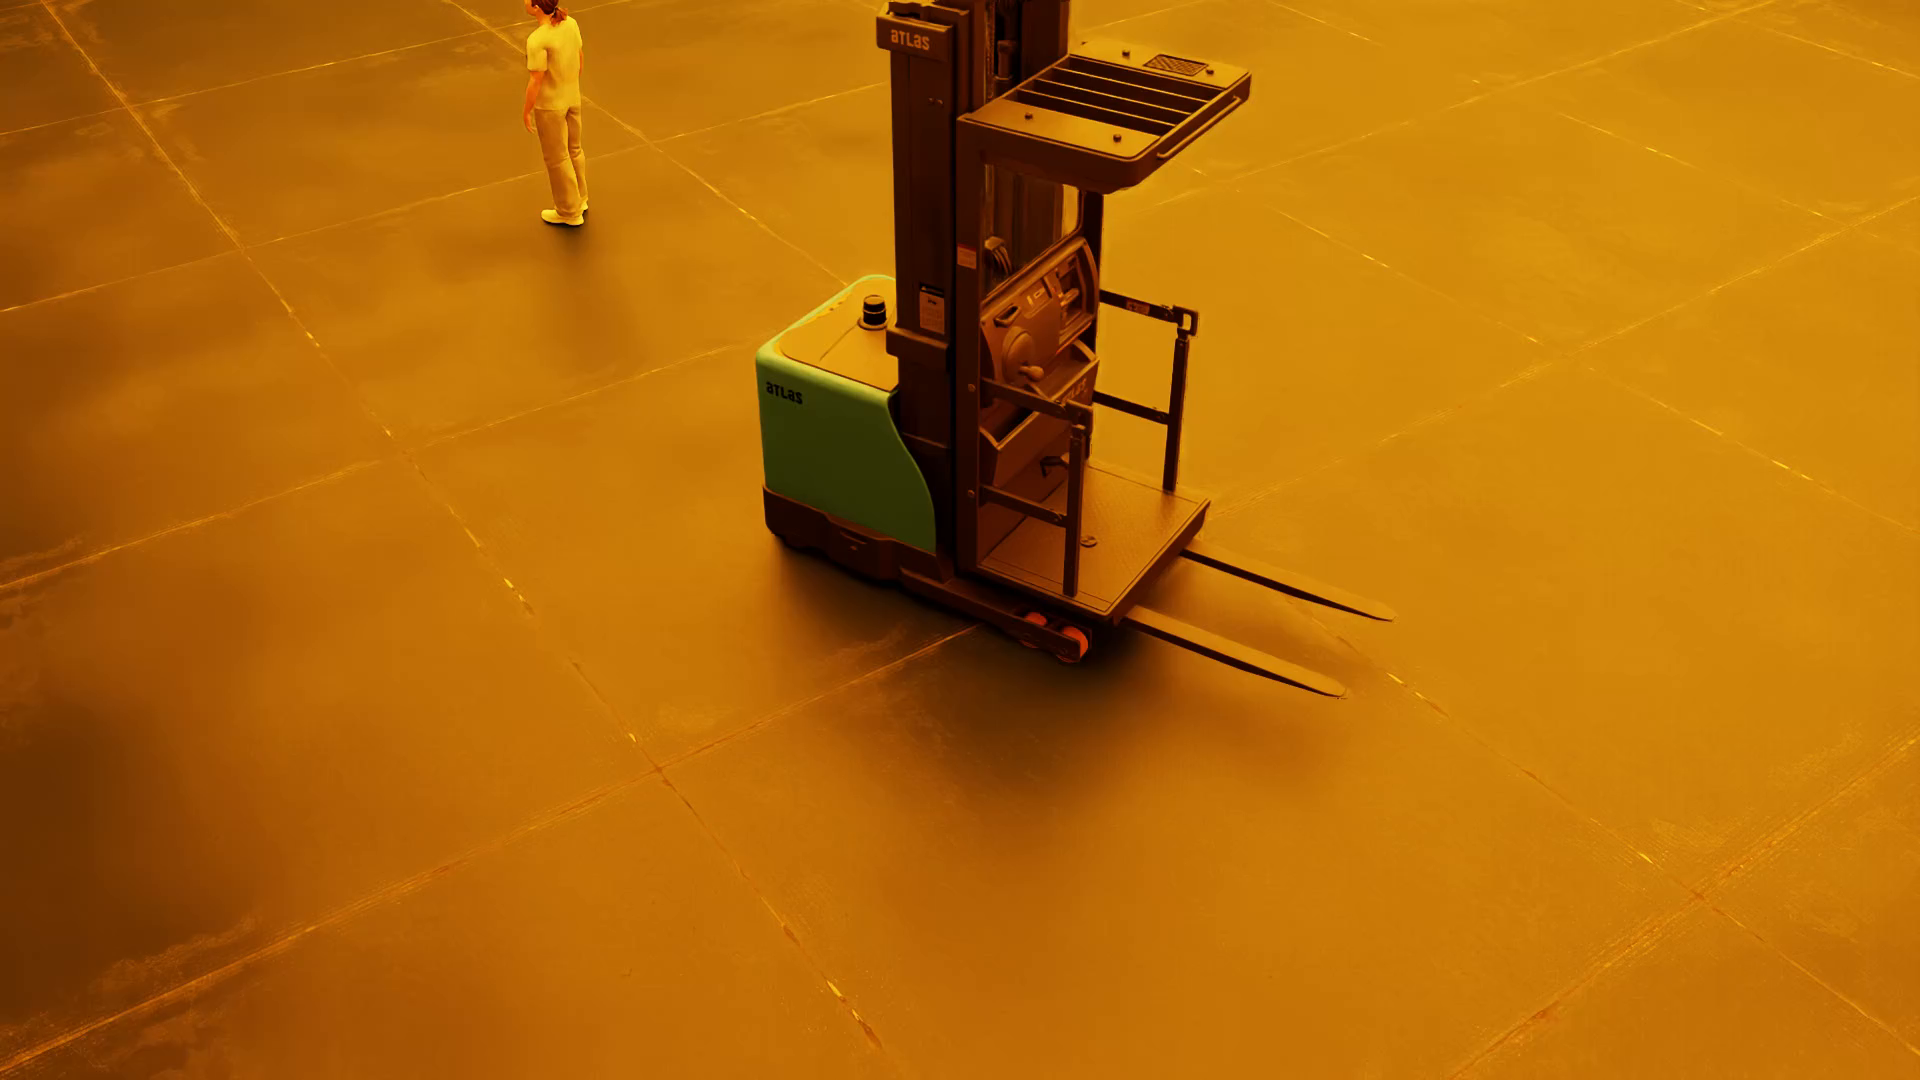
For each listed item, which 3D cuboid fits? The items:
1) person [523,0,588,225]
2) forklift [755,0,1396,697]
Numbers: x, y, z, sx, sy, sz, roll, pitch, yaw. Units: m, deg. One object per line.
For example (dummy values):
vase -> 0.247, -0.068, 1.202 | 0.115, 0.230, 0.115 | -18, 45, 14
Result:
person -> -2.683, -2.854, 10.848 | 0.548, 1.673, 0.550 | 17, 40, 22
forklift -> 0.535, -0.977, 7.265 | 3.031, 2.935, 1.130 | 21, 41, 26
